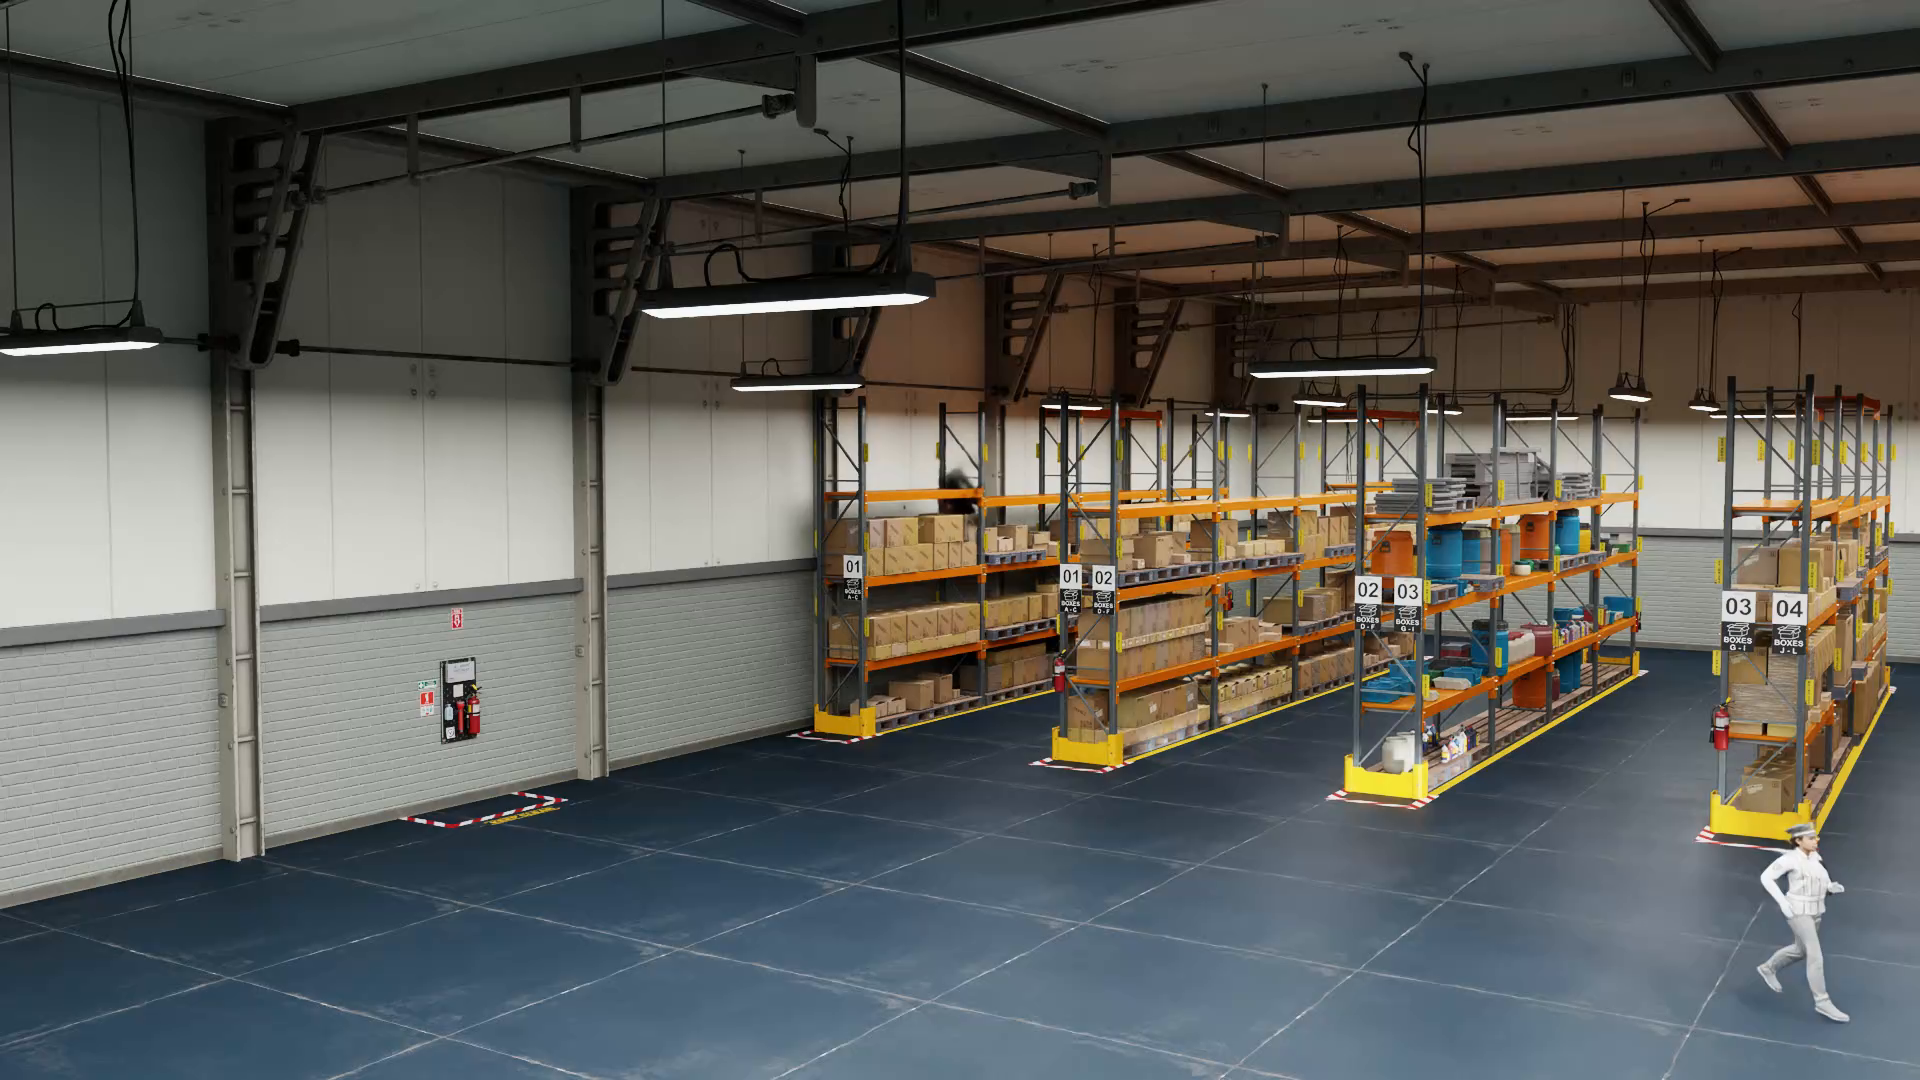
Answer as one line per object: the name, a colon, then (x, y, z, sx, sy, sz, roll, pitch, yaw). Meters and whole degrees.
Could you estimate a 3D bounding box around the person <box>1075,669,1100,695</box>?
person: (2.365, 2.536, 30.196, 0.685, 1.785, 0.692, 1, 3, 24)

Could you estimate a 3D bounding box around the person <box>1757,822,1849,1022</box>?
person: (7.556, 3.348, 14.893, 0.610, 1.684, 0.928, -2, 3, -31)
